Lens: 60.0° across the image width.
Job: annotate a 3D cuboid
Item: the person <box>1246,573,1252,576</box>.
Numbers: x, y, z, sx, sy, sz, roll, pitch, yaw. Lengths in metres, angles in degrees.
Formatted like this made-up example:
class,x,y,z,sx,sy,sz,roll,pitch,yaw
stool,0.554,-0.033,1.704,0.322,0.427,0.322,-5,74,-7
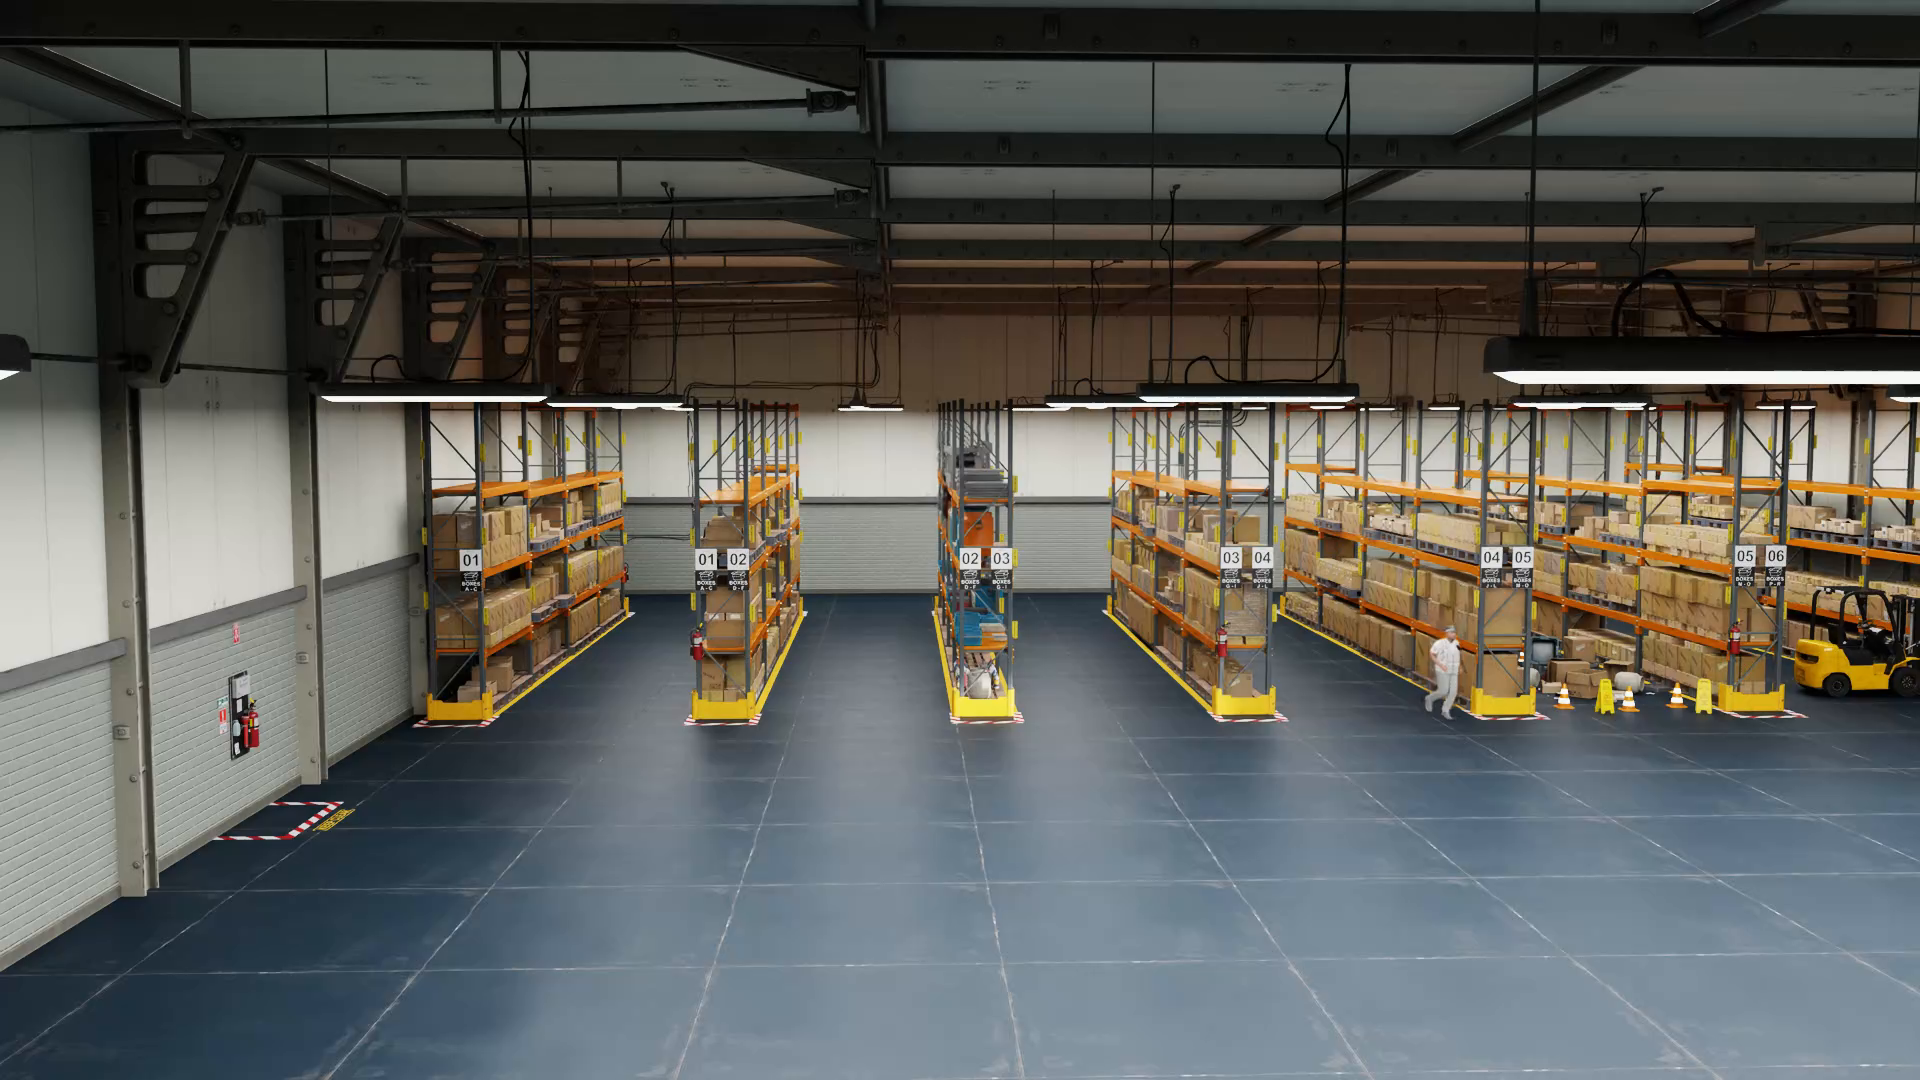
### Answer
class,x,y,z,sx,sy,sz,roll,pitch,yaw
person,8.029,1.324,46.438,0.657,1.795,0.695,1,4,12

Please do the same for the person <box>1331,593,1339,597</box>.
class,x,y,z,sx,sy,sz,roll,pitch,yaw
person,11.160,1.211,49.149,0.565,1.557,0.553,0,4,4

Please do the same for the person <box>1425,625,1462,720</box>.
class,x,y,z,sx,sy,sz,roll,pitch,yaw
person,9.206,2.483,31.456,0.679,1.780,0.680,-2,5,-21
